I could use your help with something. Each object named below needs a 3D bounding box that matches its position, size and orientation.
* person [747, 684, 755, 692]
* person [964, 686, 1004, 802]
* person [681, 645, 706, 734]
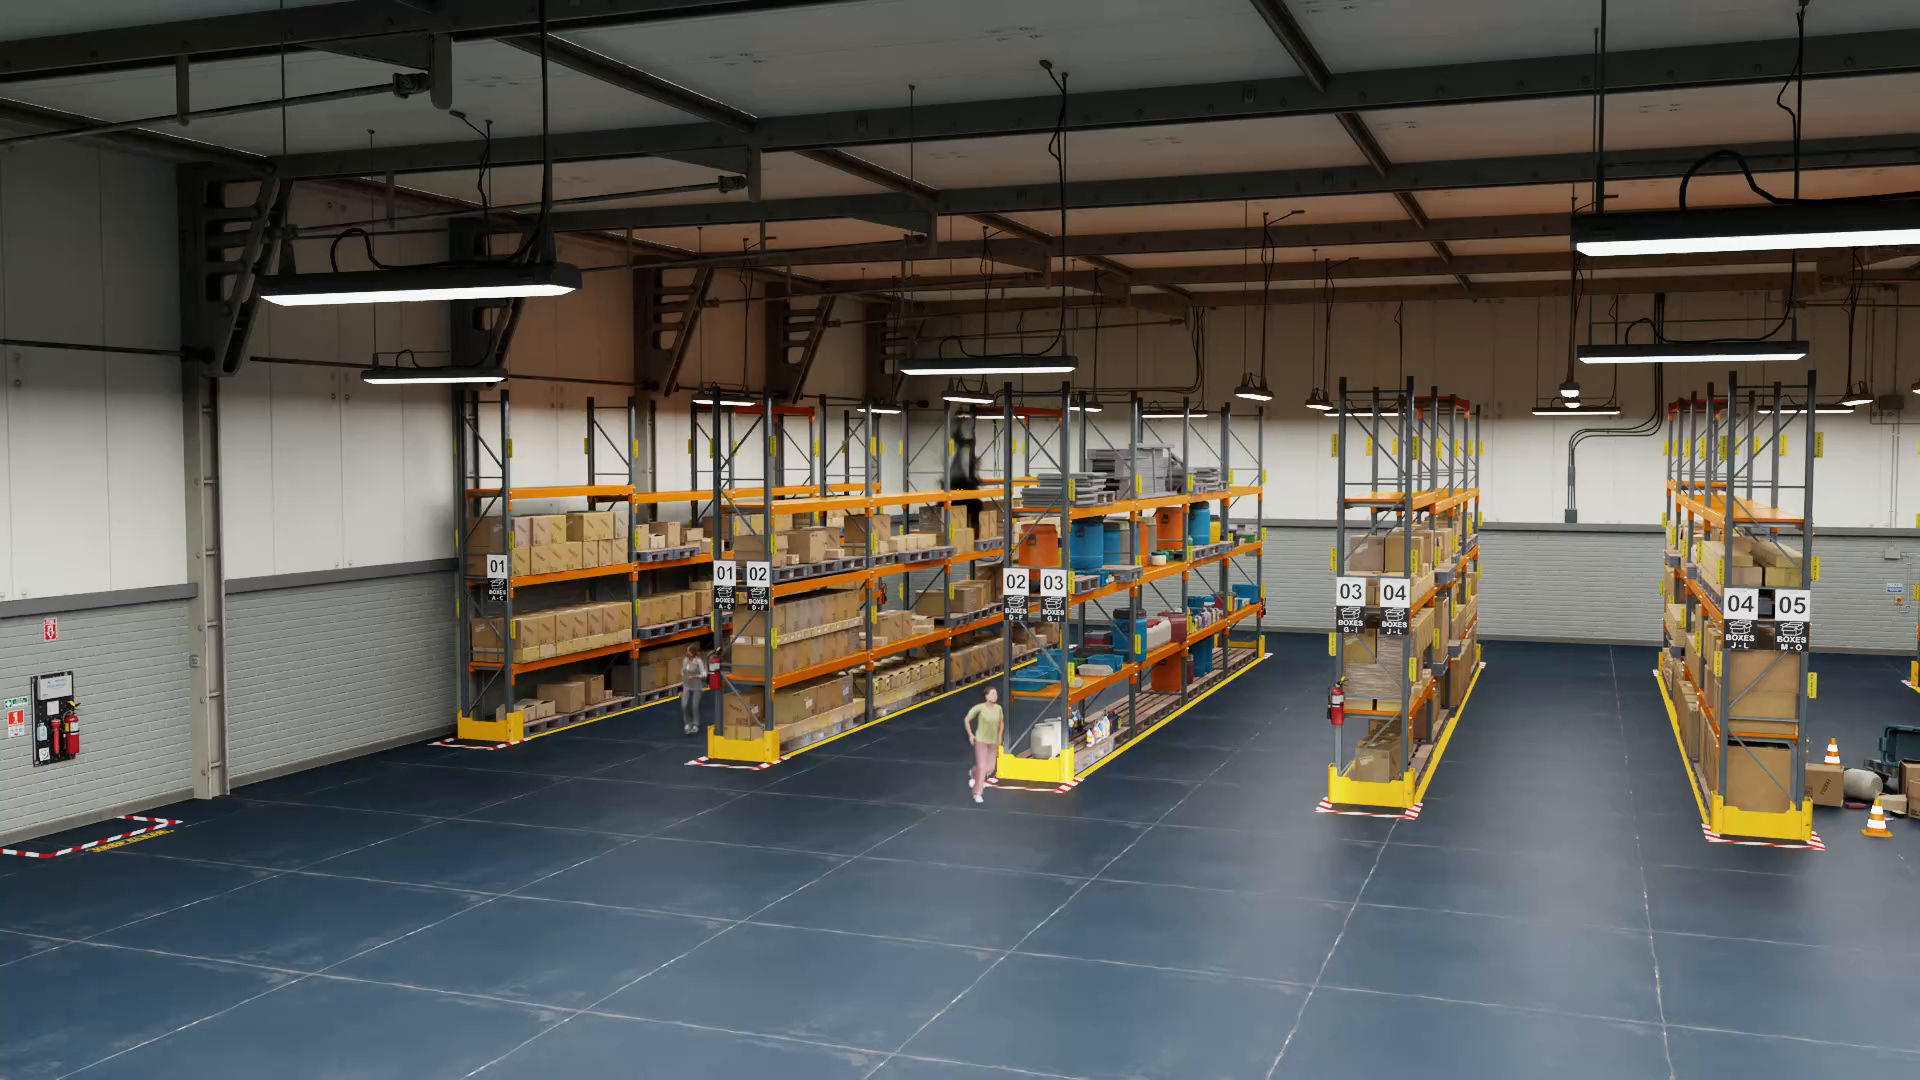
[{"bbox_3d":[-3.796,2.487,31.356,0.605,1.574,0.578,1,3,19],"label":"person"},{"bbox_3d":[0.357,2.893,23.844,0.619,1.620,0.644,-1,3,-24],"label":"person"},{"bbox_3d":[-4.676,2.614,28.989,0.512,1.574,0.631,1,3,14],"label":"person"}]
